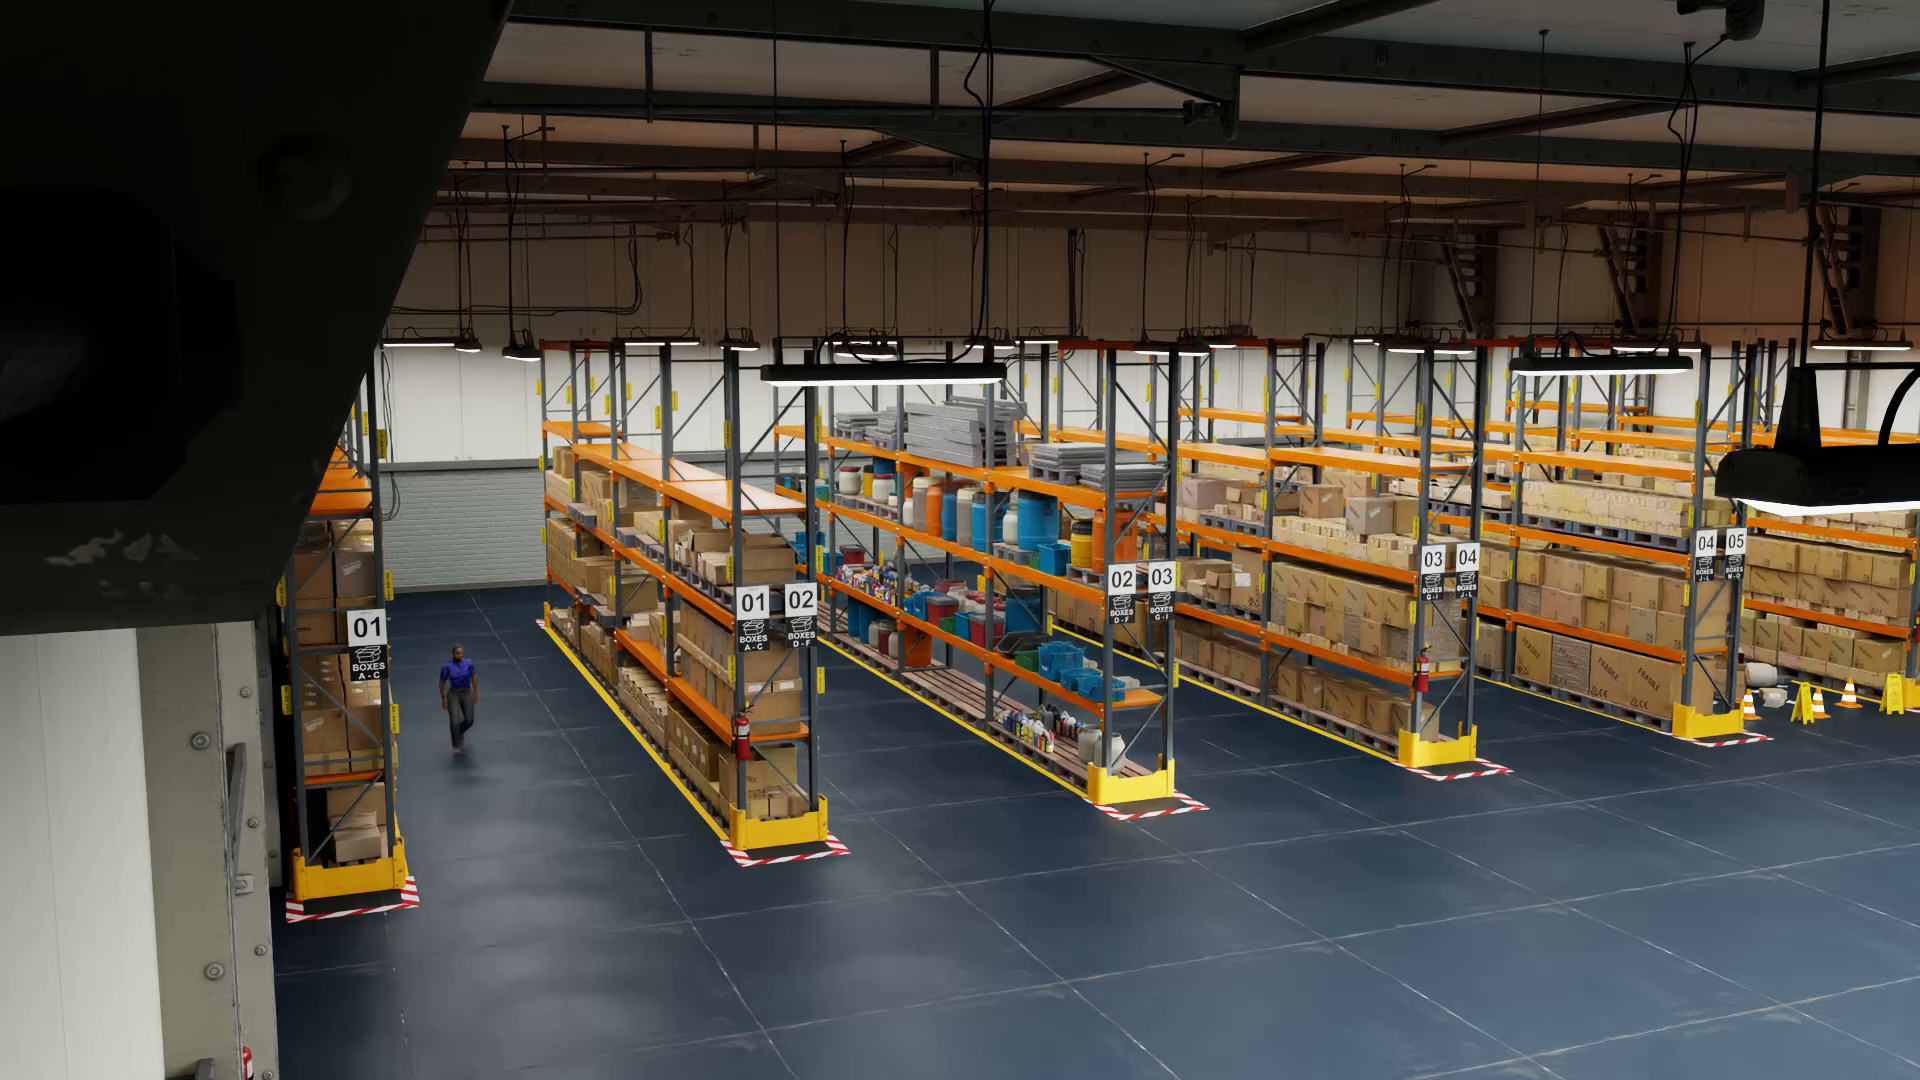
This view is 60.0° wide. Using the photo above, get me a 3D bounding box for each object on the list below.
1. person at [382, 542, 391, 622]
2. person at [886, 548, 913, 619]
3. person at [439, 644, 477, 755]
[{"bbox_3d":[-12.329,0.867,35.109,0.565,1.777,0.603,-3,8,-20],"label":"person"},{"bbox_3d":[-1.241,0.995,34.514,0.561,1.685,1.000,-7,10,-45],"label":"person"},{"bbox_3d":[-7.459,2.336,24.705,0.540,1.626,0.554,-4,8,-28],"label":"person"}]
